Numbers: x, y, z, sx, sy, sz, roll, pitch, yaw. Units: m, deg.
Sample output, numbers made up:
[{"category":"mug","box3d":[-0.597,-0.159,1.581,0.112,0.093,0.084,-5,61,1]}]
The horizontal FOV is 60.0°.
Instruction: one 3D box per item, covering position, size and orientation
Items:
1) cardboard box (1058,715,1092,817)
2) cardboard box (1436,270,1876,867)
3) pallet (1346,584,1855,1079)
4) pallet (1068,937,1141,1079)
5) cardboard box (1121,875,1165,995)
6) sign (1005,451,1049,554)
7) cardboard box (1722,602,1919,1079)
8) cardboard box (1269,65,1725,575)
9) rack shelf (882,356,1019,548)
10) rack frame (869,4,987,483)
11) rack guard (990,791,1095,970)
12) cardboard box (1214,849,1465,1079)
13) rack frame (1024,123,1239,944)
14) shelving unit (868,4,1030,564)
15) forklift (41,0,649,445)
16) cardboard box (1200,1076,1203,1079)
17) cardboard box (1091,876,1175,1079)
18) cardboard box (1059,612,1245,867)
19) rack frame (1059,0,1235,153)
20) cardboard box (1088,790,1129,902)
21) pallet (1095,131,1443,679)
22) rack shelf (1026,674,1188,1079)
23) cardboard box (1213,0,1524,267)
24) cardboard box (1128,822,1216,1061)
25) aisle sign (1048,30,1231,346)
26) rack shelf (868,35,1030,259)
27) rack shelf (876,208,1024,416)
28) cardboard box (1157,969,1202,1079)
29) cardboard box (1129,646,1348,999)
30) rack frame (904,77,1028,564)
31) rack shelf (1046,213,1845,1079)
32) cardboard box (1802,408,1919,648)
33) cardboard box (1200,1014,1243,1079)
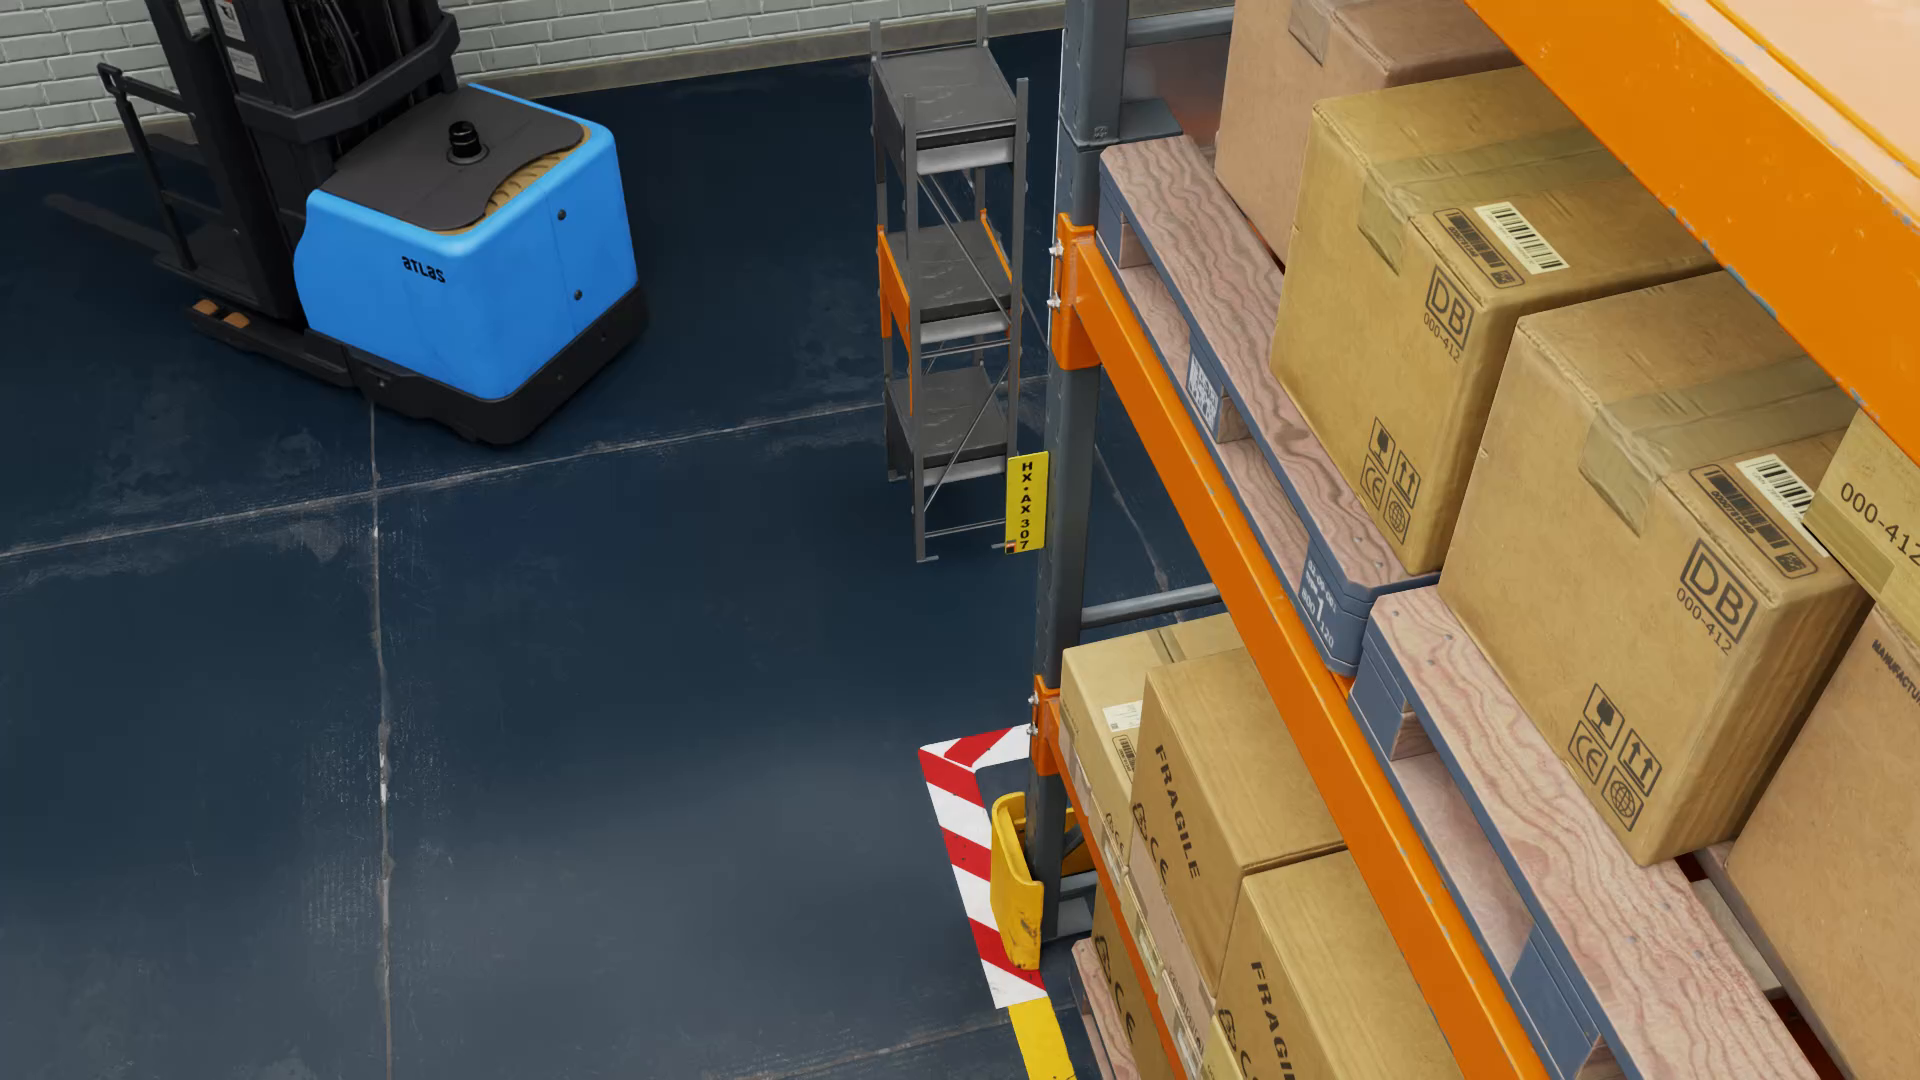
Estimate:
[{"category":"cardboard box","box3d":[0.473,0.539,4.297,0.380,0.149,0.250,-10,46,-10]},{"category":"cardboard box","box3d":[1.092,-0.013,2.129,0.700,0.500,0.500,-14,47,-13]},{"category":"pallet","box3d":[1.217,0.481,2.140,1.003,0.211,1.213,-11,47,-10]},{"category":"pallet","box3d":[0.981,1.659,4.976,1.003,0.211,1.213,-11,47,-10]},{"category":"cardboard box","box3d":[0.606,0.893,3.951,0.380,0.149,0.250,-12,47,-11]},{"category":"sign","box3d":[0.163,-0.088,4.074,0.100,0.325,0.005,-11,47,-10]},{"category":"cardboard box","box3d":[1.336,0.352,1.770,0.700,0.500,0.500,-9,46,-9]},{"category":"cardboard box","box3d":[0.913,-0.362,2.470,0.700,0.500,0.500,-12,47,-12]},{"category":"rack shelf","box3d":[-0.042,-0.350,6.622,0.431,0.518,0.480,-11,47,-10]},{"category":"rack frame","box3d":[-0.105,-1.018,6.277,0.400,2.100,0.015,-11,47,-10]},{"category":"rack guard","box3d":[0.695,1.004,5.416,1.175,0.500,0.348,-11,47,-10]},{"category":"cardboard box","box3d":[0.829,0.914,3.126,0.500,0.500,0.500,-12,47,-11]},{"category":"rack frame","box3d":[0.701,0.146,4.507,1.000,3.000,0.127,-11,47,-10]},{"category":"shelving unit","box3d":[-0.042,-0.849,6.112,0.431,2.100,0.503,-11,47,-10]},{"category":"forklift","box3d":[-2.970,-2.204,6.858,3.031,2.935,1.130,22,49,20]},{"category":"cardboard box","box3d":[0.737,1.248,3.603,0.380,0.149,0.250,-12,47,-11]},{"category":"cardboard box","box3d":[0.942,1.170,4.697,0.875,0.875,0.875,-11,47,-10]},{"category":"cardboard box","box3d":[0.563,0.475,4.081,0.500,0.250,0.500,-12,47,-11]},{"category":"rack frame","box3d":[0.701,-1.954,2.364,1.000,3.000,0.127,-11,47,-10]},{"category":"cardboard box","box3d":[0.540,0.716,4.124,0.380,0.149,0.250,-11,47,-11]},{"category":"pallet","box3d":[0.901,-0.363,2.967,1.003,0.211,1.213,-11,47,-10]},{"category":"rack shelf","box3d":[1.213,1.778,3.411,1.077,0.370,4.000,-11,47,-10]},{"category":"cardboard box","box3d":[0.886,-0.772,2.872,0.700,0.500,0.500,-13,47,-13]},{"category":"cardboard box","box3d":[0.702,0.832,3.731,0.500,0.250,0.500,-11,47,-11]},{"category":"aisle sign","box3d":[0.392,-0.759,3.574,0.394,0.787,0.004,-11,47,-10]},{"category":"rack shelf","box3d":[-0.042,-1.330,5.622,0.431,0.518,0.480,-11,47,-10]},{"category":"rack shelf","box3d":[-0.042,-0.840,6.122,0.431,0.518,0.480,-11,47,-10]},{"category":"cardboard box","box3d":[0.673,1.072,3.775,0.380,0.149,0.250,-11,47,-11]},{"category":"cardboard box","box3d":[0.691,0.557,3.475,0.500,0.500,0.500,-12,47,-11]},{"category":"rack frame","box3d":[0.020,-0.681,5.947,0.400,2.100,0.015,-11,47,-10]},{"category":"rack shelf","box3d":[1.213,0.728,2.340,1.077,0.370,4.000,-11,47,-10]},{"category":"cardboard box","box3d":[1.208,0.013,1.578,0.500,0.250,0.500,-12,47,-12]},{"category":"cardboard box","box3d":[0.827,1.180,3.390,0.500,0.250,0.500,-12,47,-12]}]
